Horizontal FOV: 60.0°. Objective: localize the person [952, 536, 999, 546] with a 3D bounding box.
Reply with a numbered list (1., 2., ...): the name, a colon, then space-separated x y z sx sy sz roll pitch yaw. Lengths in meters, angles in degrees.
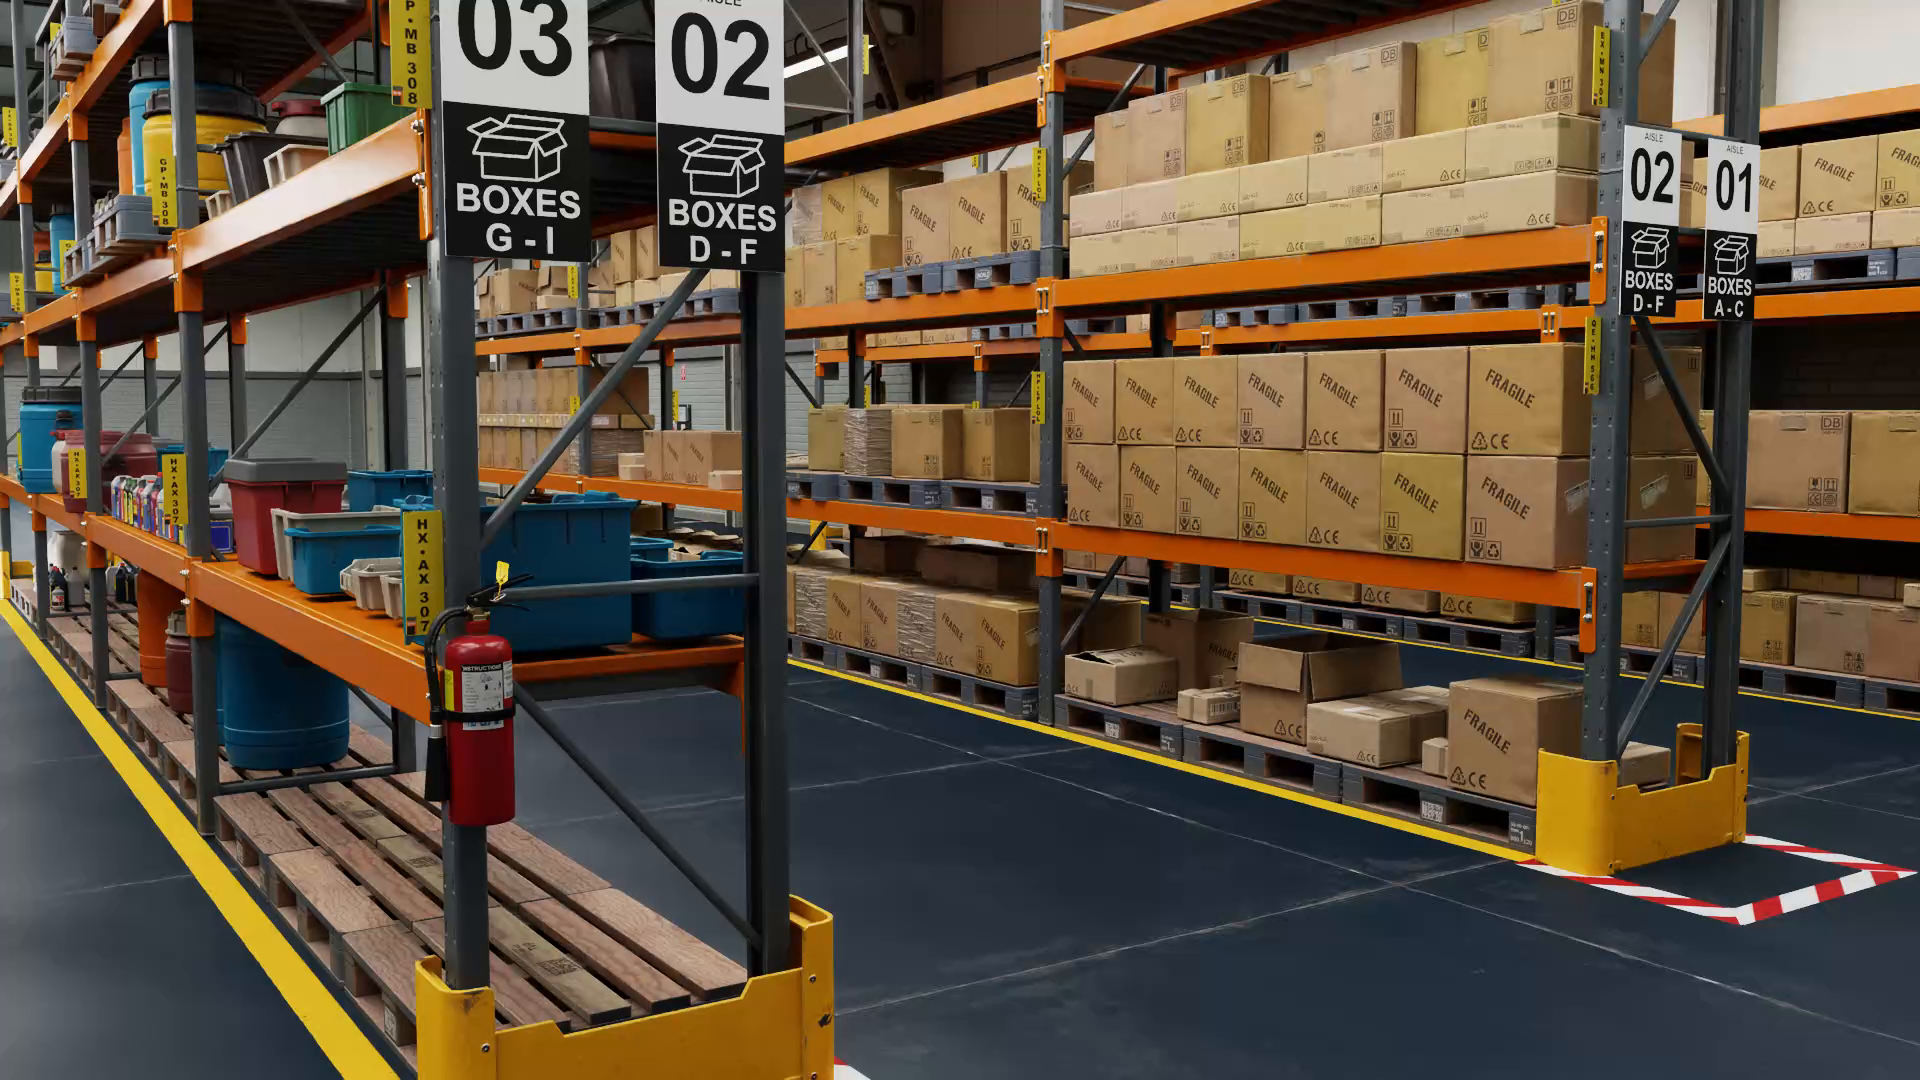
1. person: 0.095 -0.111 15.726 0.532 1.774 0.574 -3 6 -35
